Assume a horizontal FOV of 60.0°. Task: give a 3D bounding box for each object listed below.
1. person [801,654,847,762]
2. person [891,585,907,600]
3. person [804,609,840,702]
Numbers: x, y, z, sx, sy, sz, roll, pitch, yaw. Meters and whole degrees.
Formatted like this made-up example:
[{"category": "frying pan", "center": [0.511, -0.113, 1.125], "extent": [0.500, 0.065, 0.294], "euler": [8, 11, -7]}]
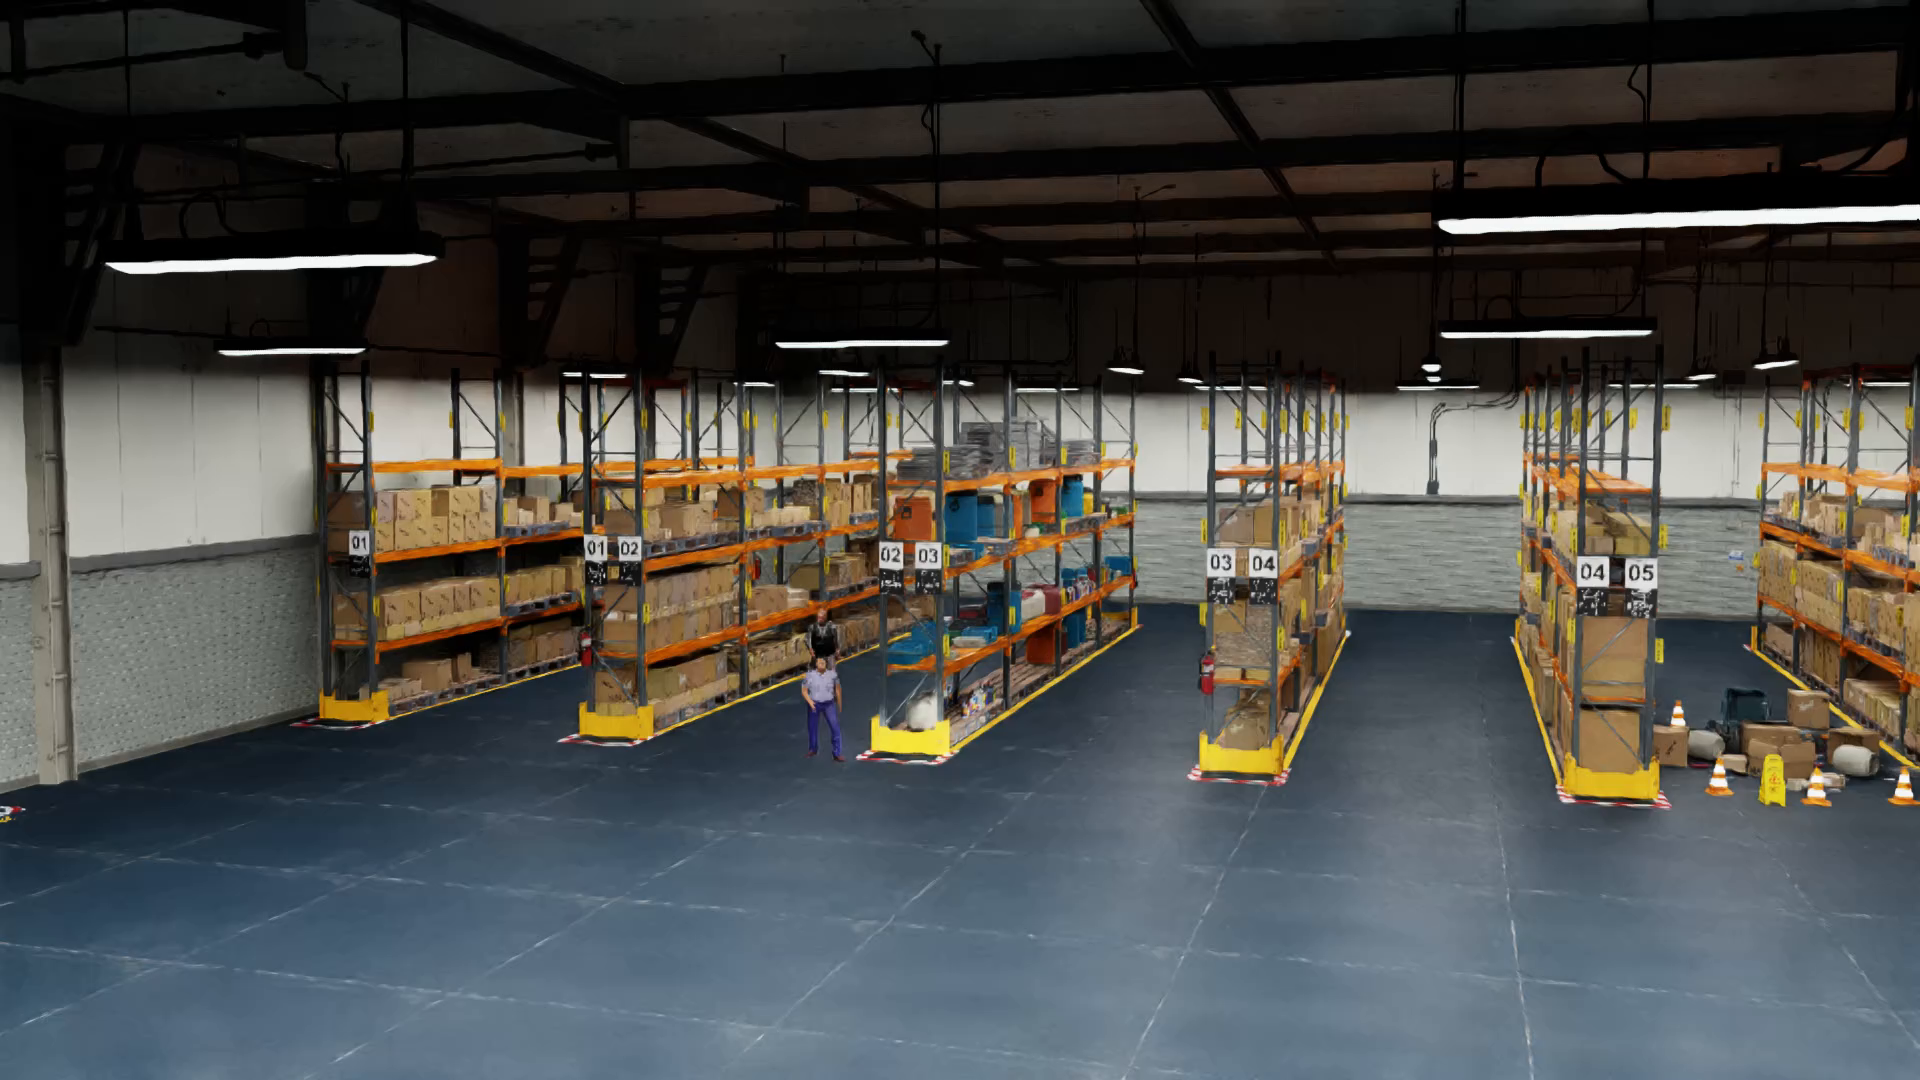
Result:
[{"category": "person", "center": [-2.009, 2.452, 24.548], "extent": [0.660, 1.585, 0.785], "euler": [0, 4, -4]}, {"category": "person", "center": [-1.588, 1.102, 43.062], "extent": [0.527, 1.672, 0.555], "euler": [2, 5, 29]}, {"category": "person", "center": [-2.443, 2.048, 29.711], "extent": [0.674, 1.660, 0.842], "euler": [0, 4, -1]}]
